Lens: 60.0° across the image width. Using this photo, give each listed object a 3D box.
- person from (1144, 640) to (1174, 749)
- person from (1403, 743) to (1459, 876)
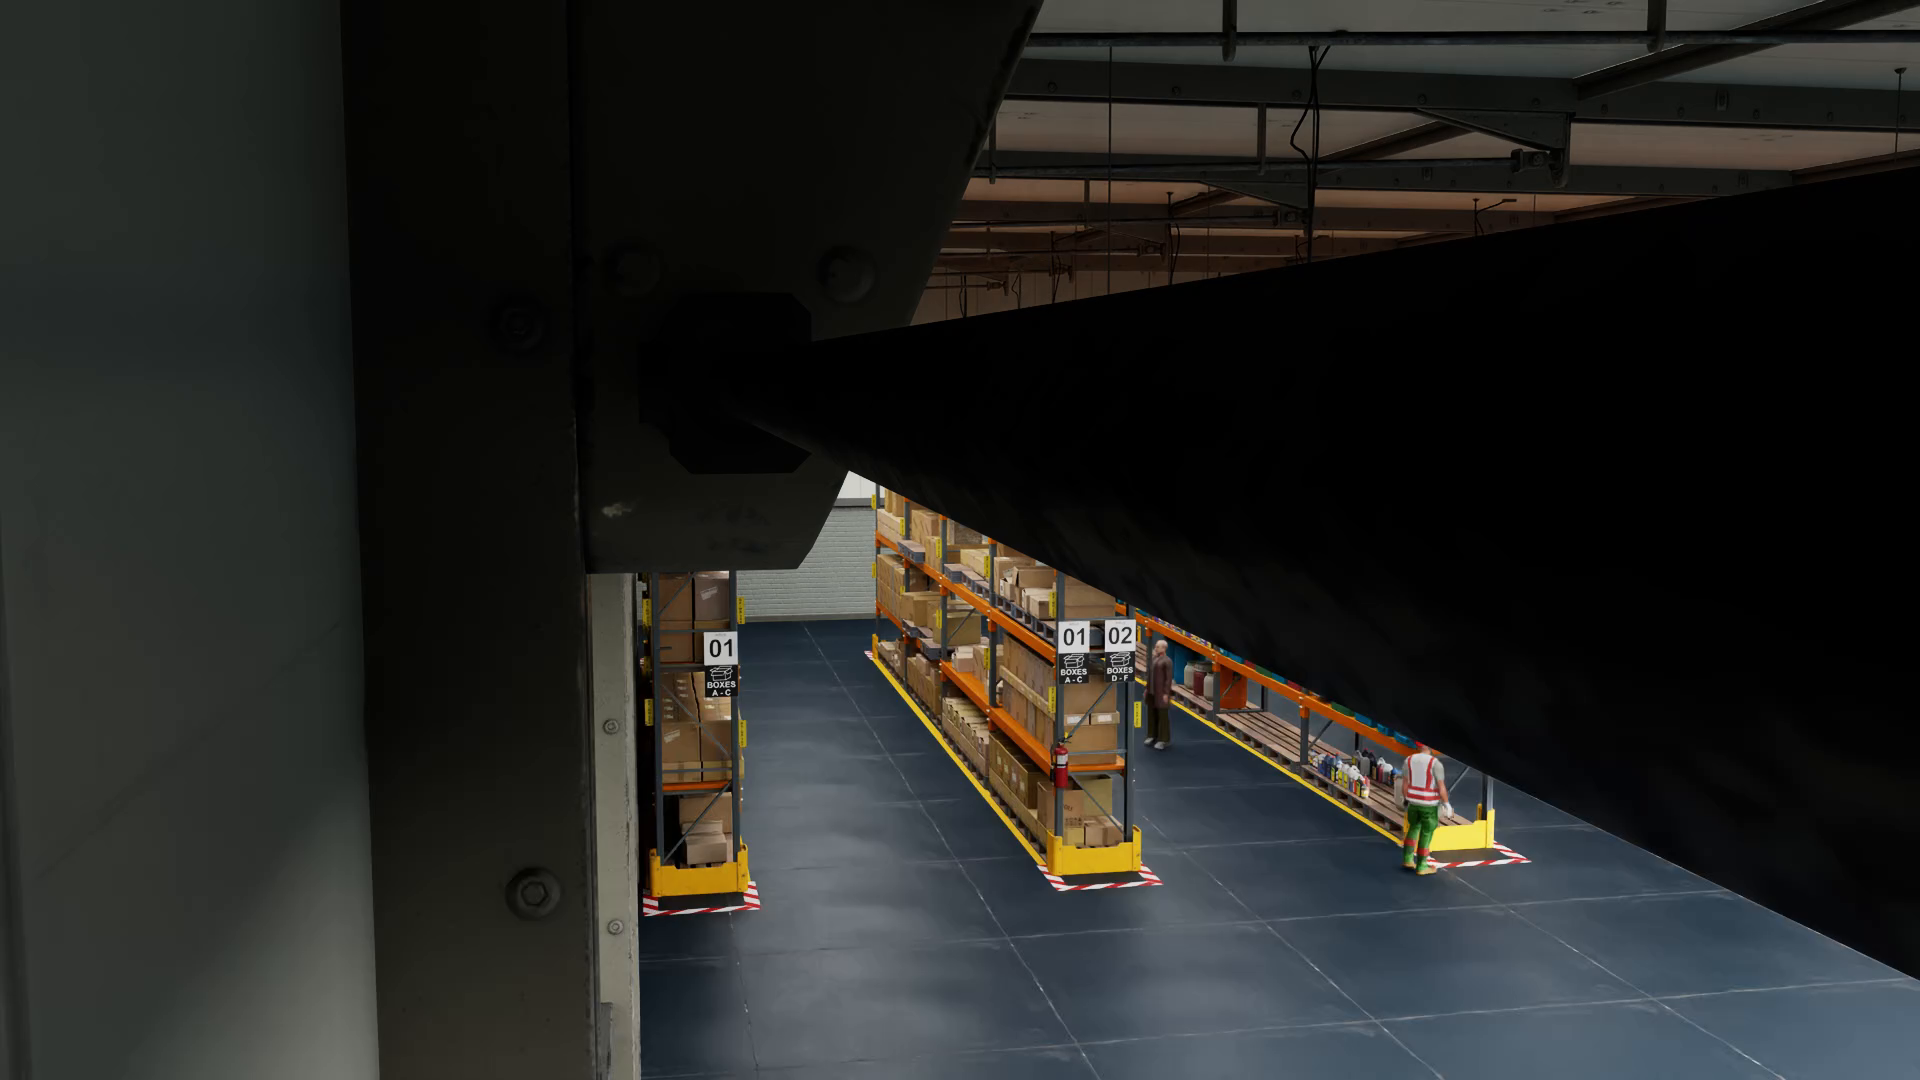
[{"bbox_3d":[3.309,2.575,27.915,0.409,1.787,0.613,-4,7,-32],"label":"person"},{"bbox_3d":[5.902,3.316,20.865,0.387,1.783,0.682,-5,8,-39],"label":"person"}]
